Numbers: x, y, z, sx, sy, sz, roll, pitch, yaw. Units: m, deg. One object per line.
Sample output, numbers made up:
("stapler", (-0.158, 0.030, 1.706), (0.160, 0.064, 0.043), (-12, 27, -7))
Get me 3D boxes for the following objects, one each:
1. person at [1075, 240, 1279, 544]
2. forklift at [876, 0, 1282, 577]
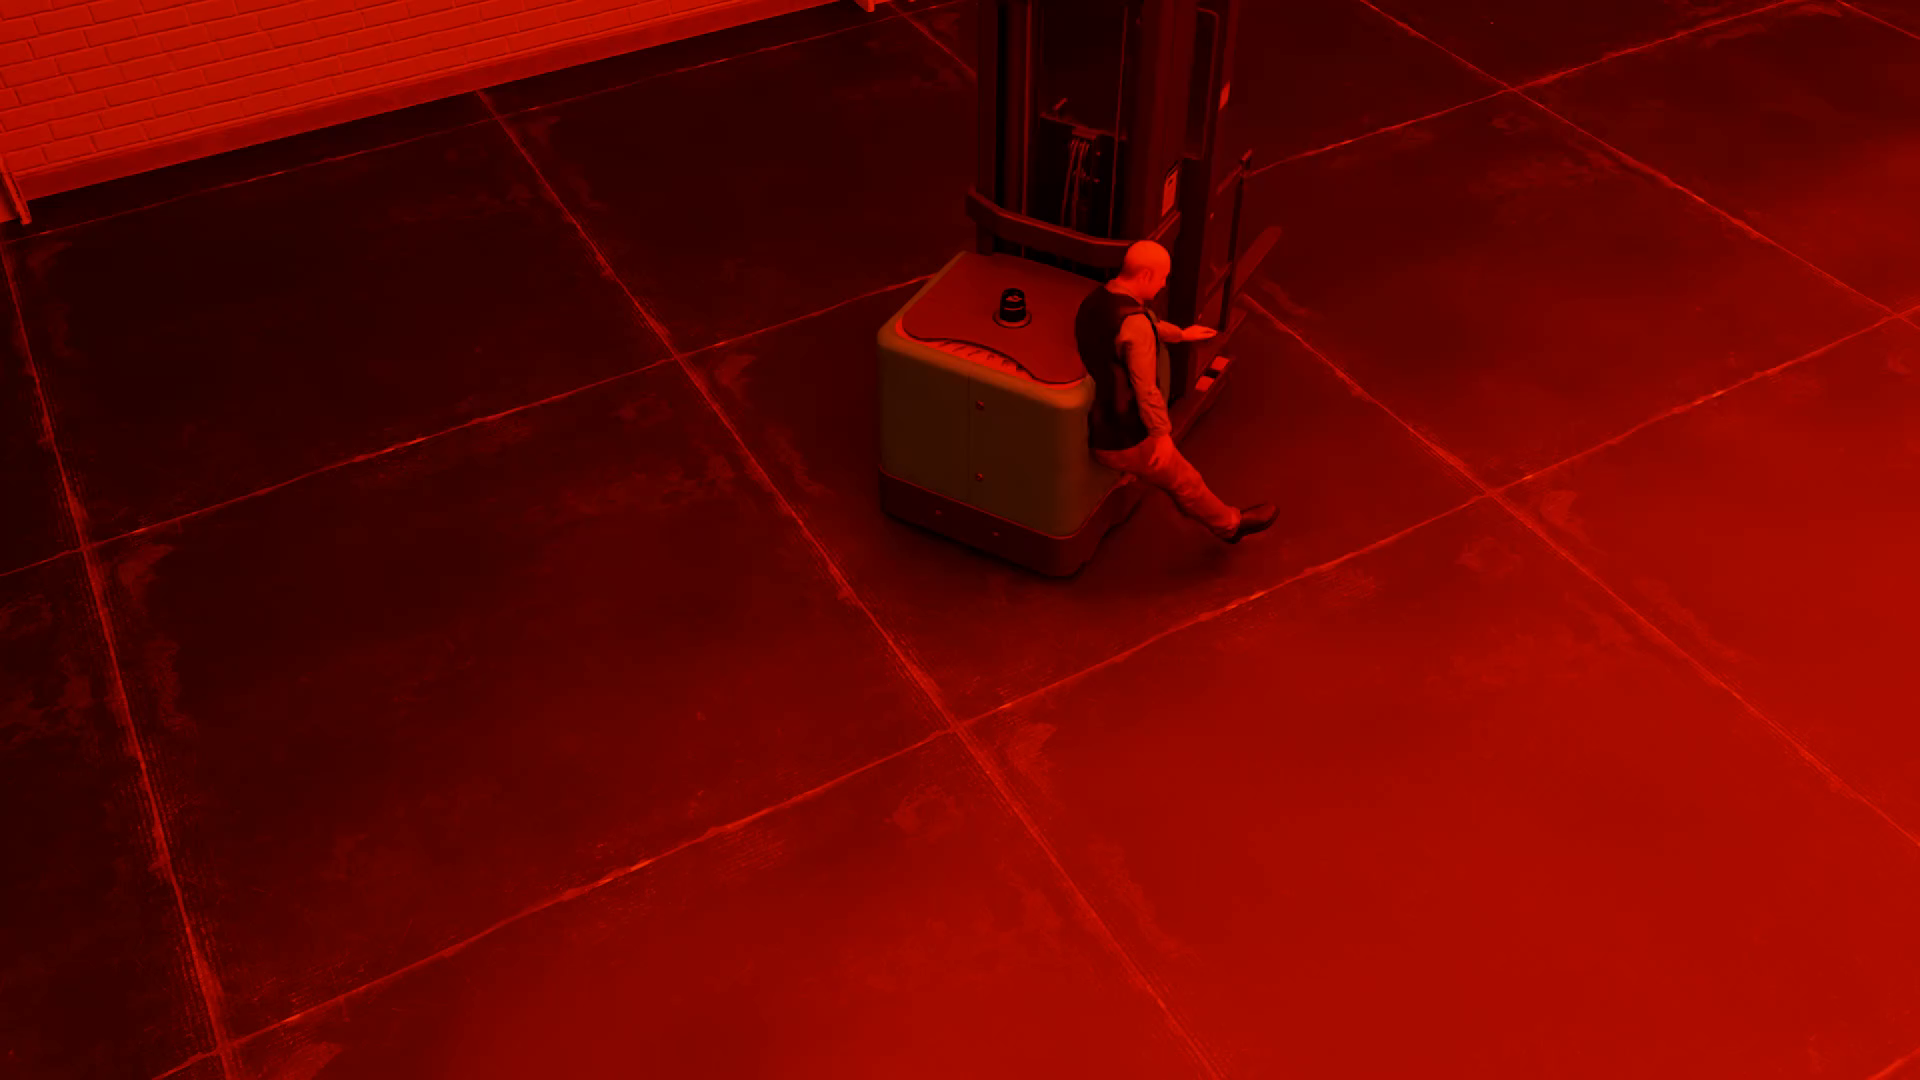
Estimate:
("person", (0.910, -0.688, 7.426), (0.946, 1.491, 0.873), (-13, 44, -13))
("forklift", (0.784, -1.897, 7.743), (1.130, 2.935, 3.031), (21, 47, 21))
